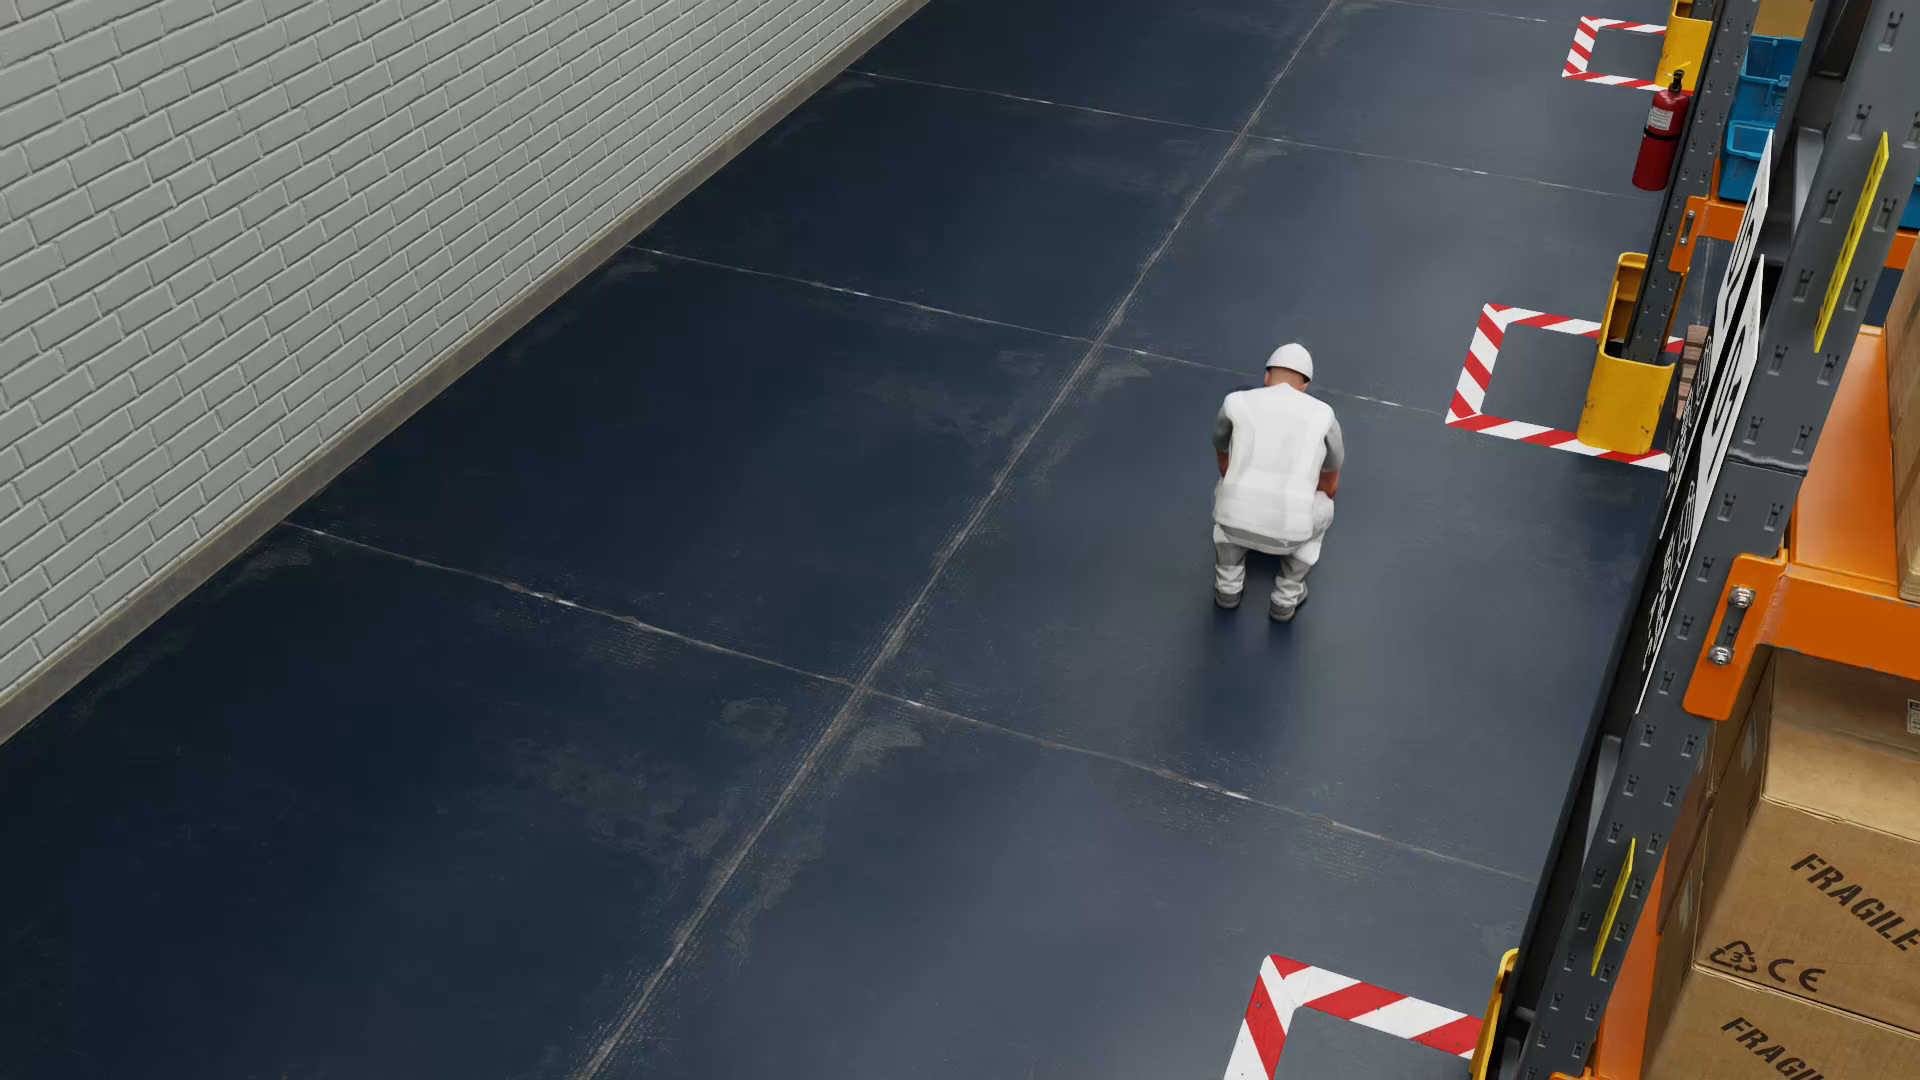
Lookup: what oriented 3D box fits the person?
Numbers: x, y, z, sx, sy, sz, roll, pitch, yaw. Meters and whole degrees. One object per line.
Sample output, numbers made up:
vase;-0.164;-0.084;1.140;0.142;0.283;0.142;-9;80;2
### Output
person;1.311;-0.223;7.067;0.577;1.017;0.874;14;39;18
